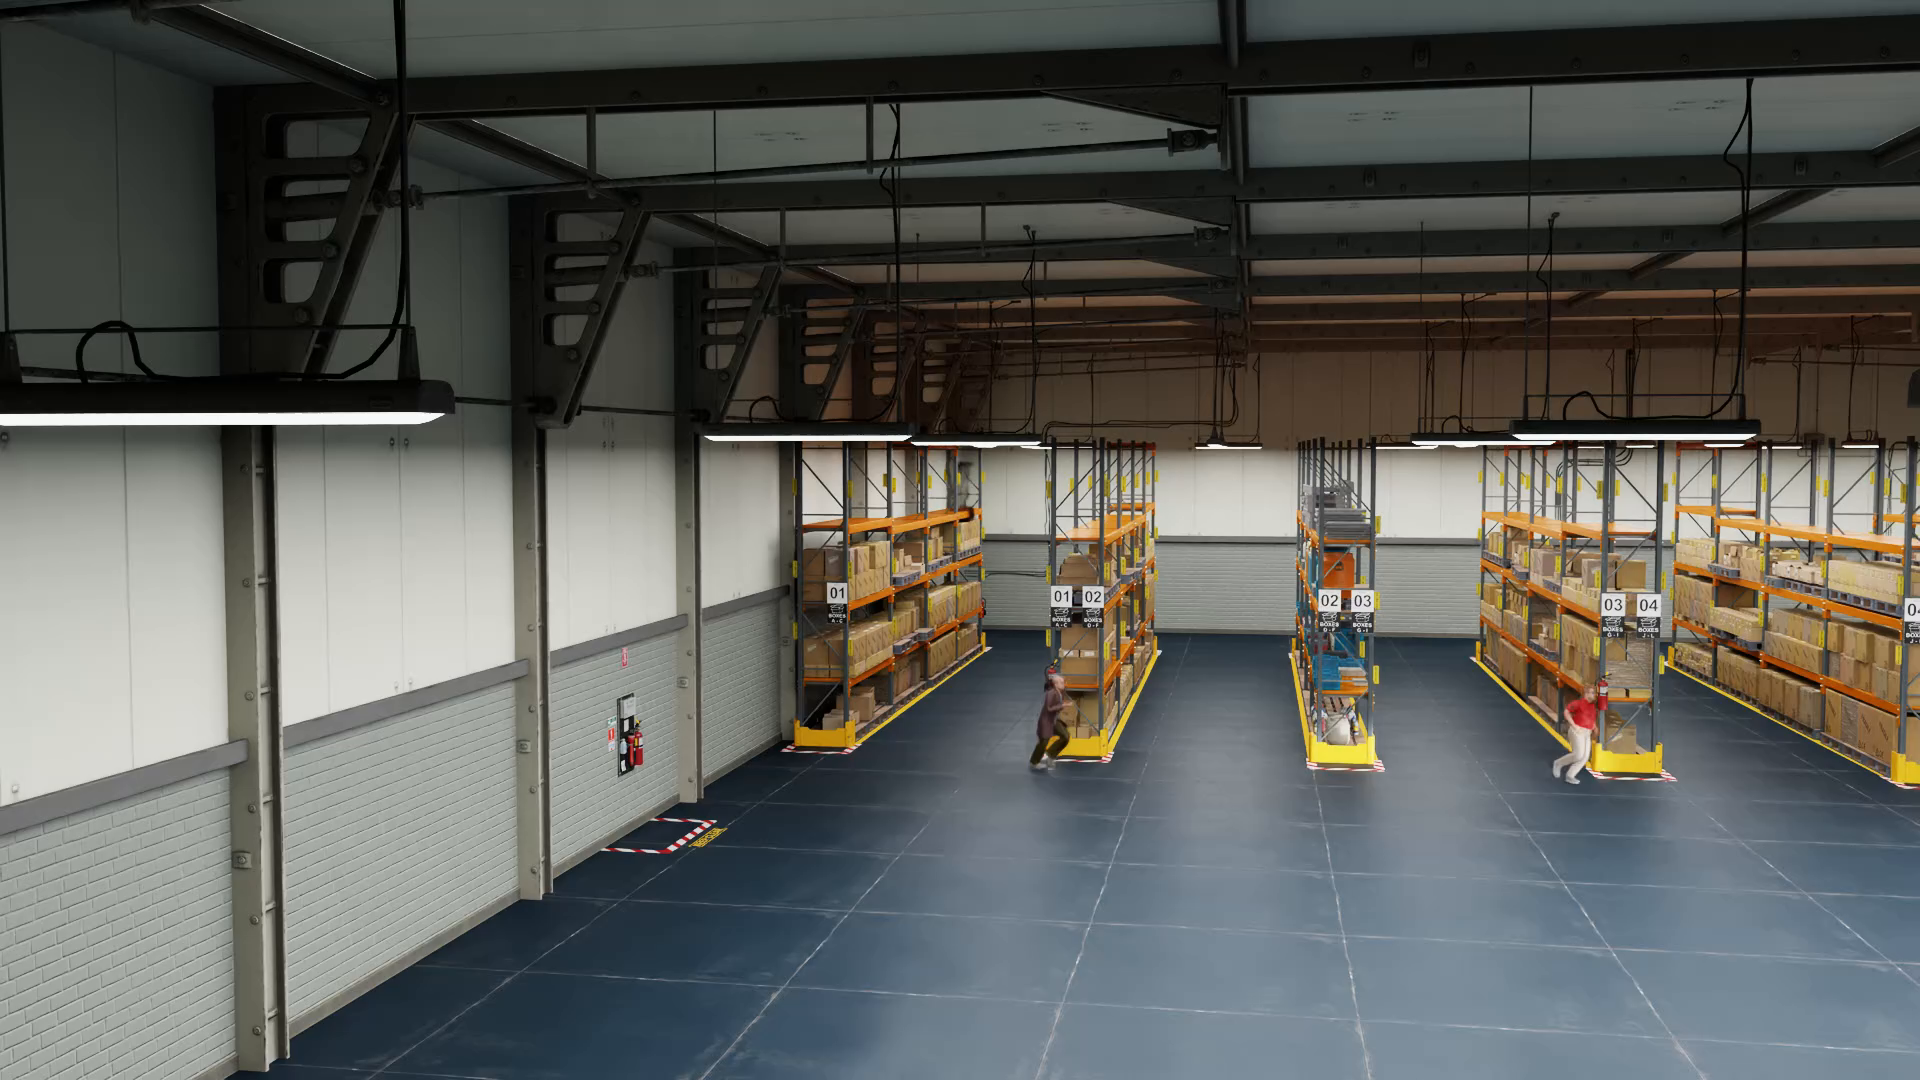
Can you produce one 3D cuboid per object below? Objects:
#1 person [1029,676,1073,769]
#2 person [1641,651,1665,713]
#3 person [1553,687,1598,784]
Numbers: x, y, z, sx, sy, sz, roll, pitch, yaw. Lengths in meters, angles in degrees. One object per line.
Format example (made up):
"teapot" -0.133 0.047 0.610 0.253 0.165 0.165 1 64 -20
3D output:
"person" 1.637 3.270 29.729 0.934 1.703 0.680 2 4 34
"person" 15.087 2.980 36.404 0.579 1.672 1.042 0 3 4
"person" 10.774 3.376 28.937 0.749 1.651 0.615 -2 4 -33
